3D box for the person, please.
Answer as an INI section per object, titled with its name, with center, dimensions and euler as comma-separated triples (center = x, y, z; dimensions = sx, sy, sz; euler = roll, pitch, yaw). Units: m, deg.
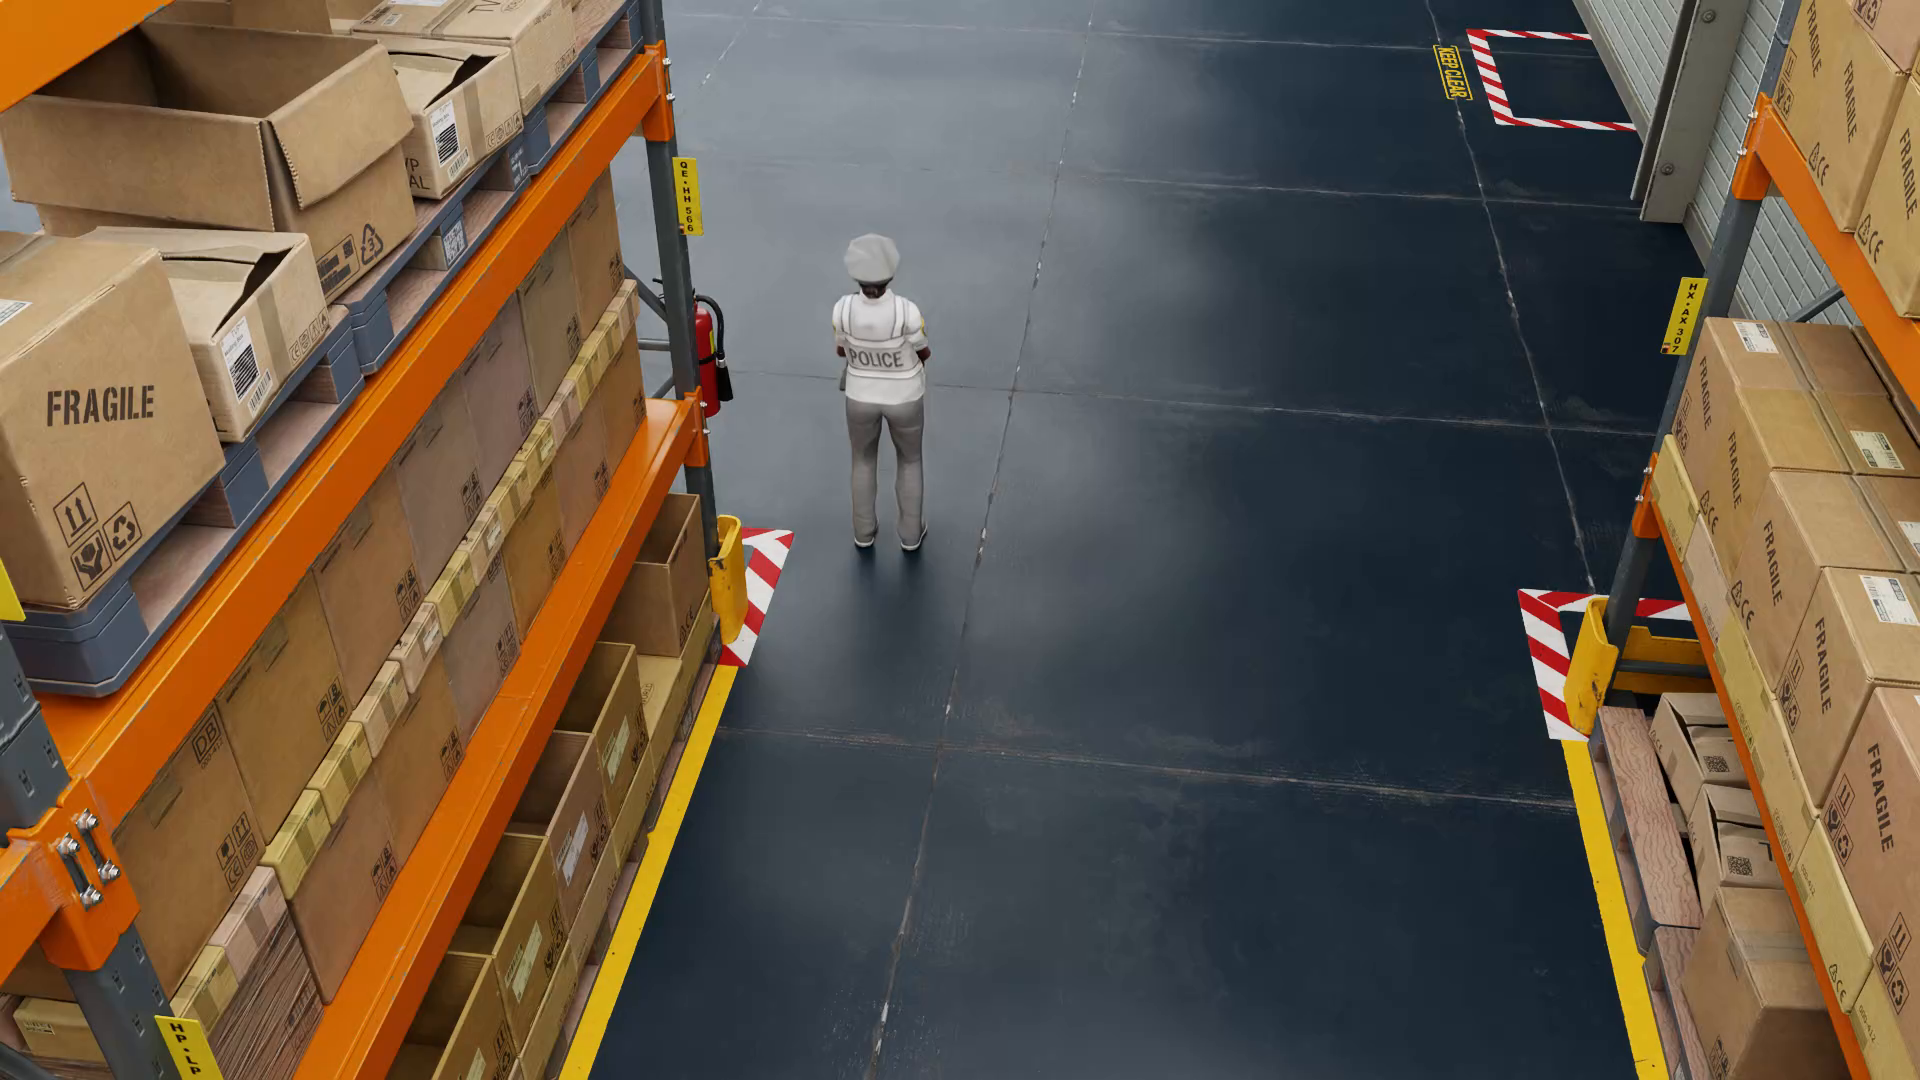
[person]
center = -0.358, -0.731, 8.008
dimensions = 0.450, 1.688, 0.535
euler = 4, 37, 5
